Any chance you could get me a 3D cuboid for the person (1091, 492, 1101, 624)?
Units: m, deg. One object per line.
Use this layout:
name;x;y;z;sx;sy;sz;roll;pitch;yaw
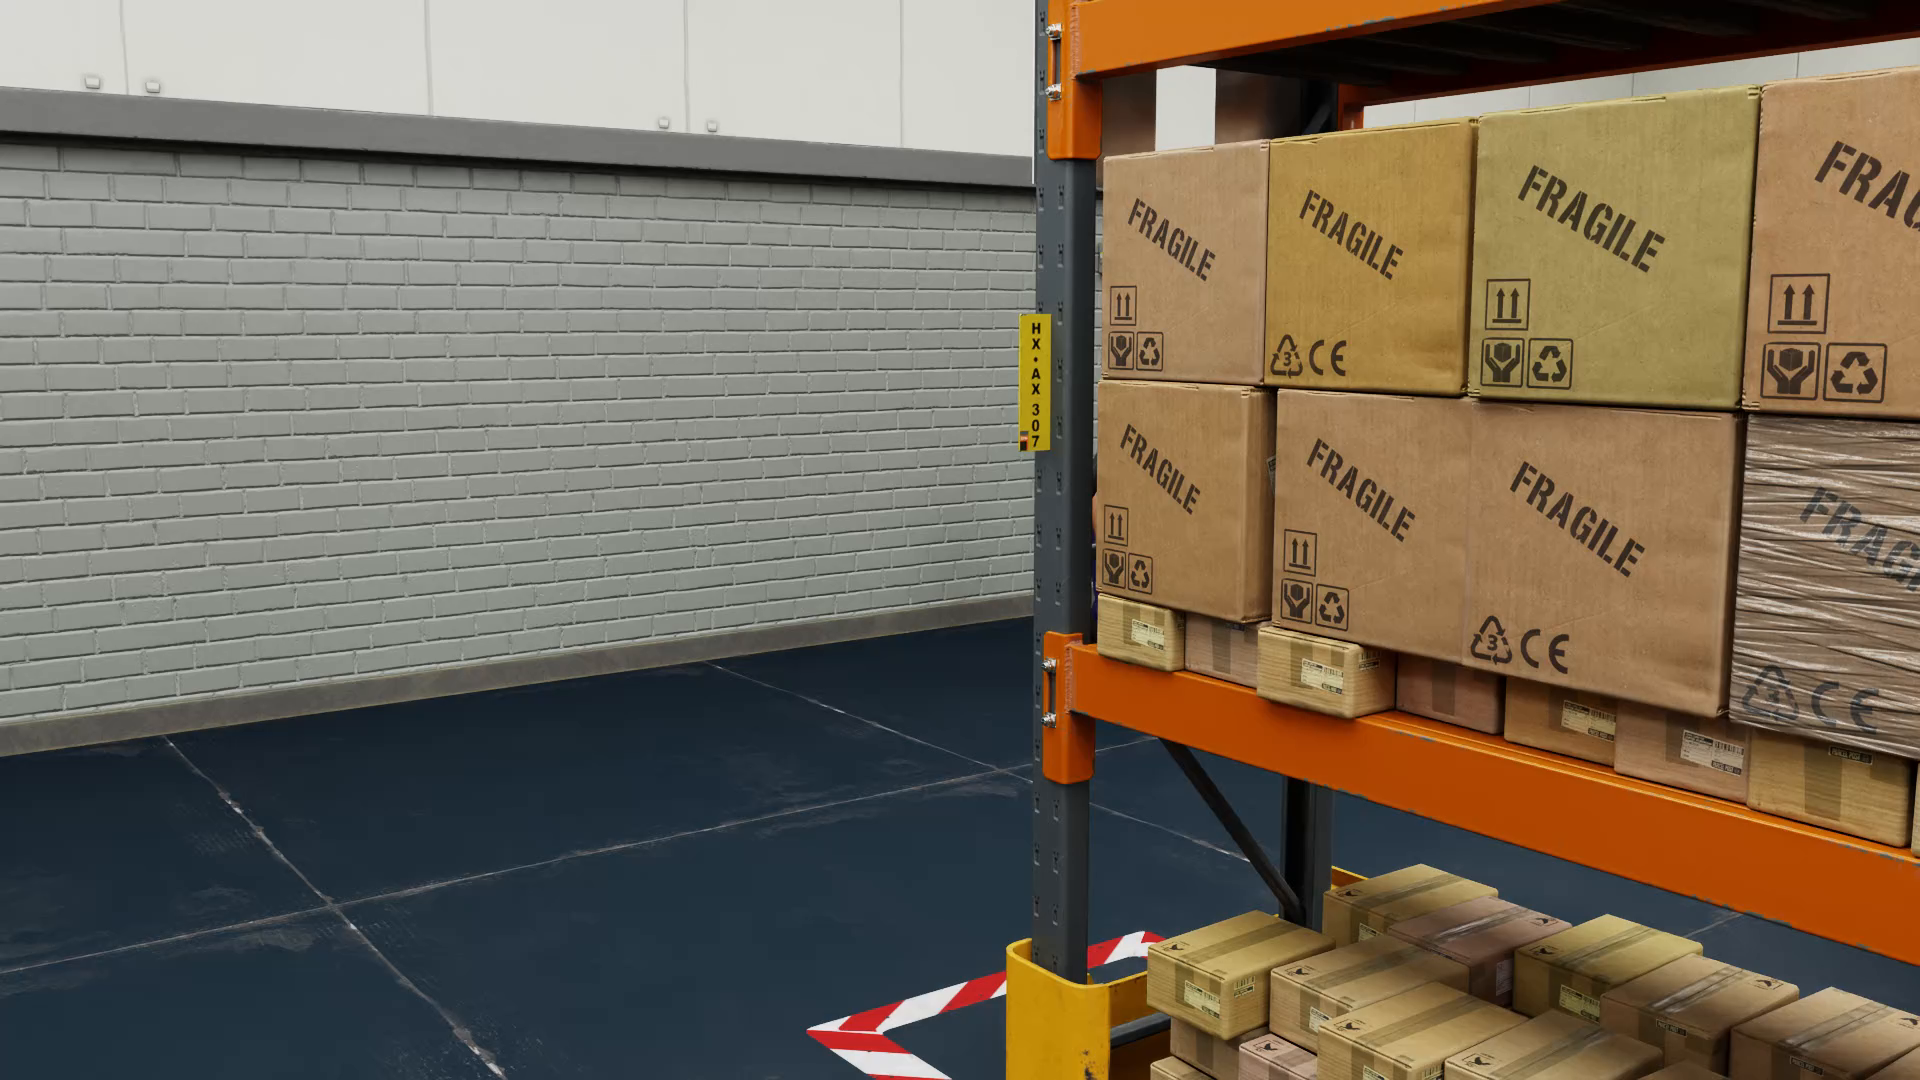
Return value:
person;0.959;-0.021;9.492;0.564;1.652;0.423;-6;10;-39
